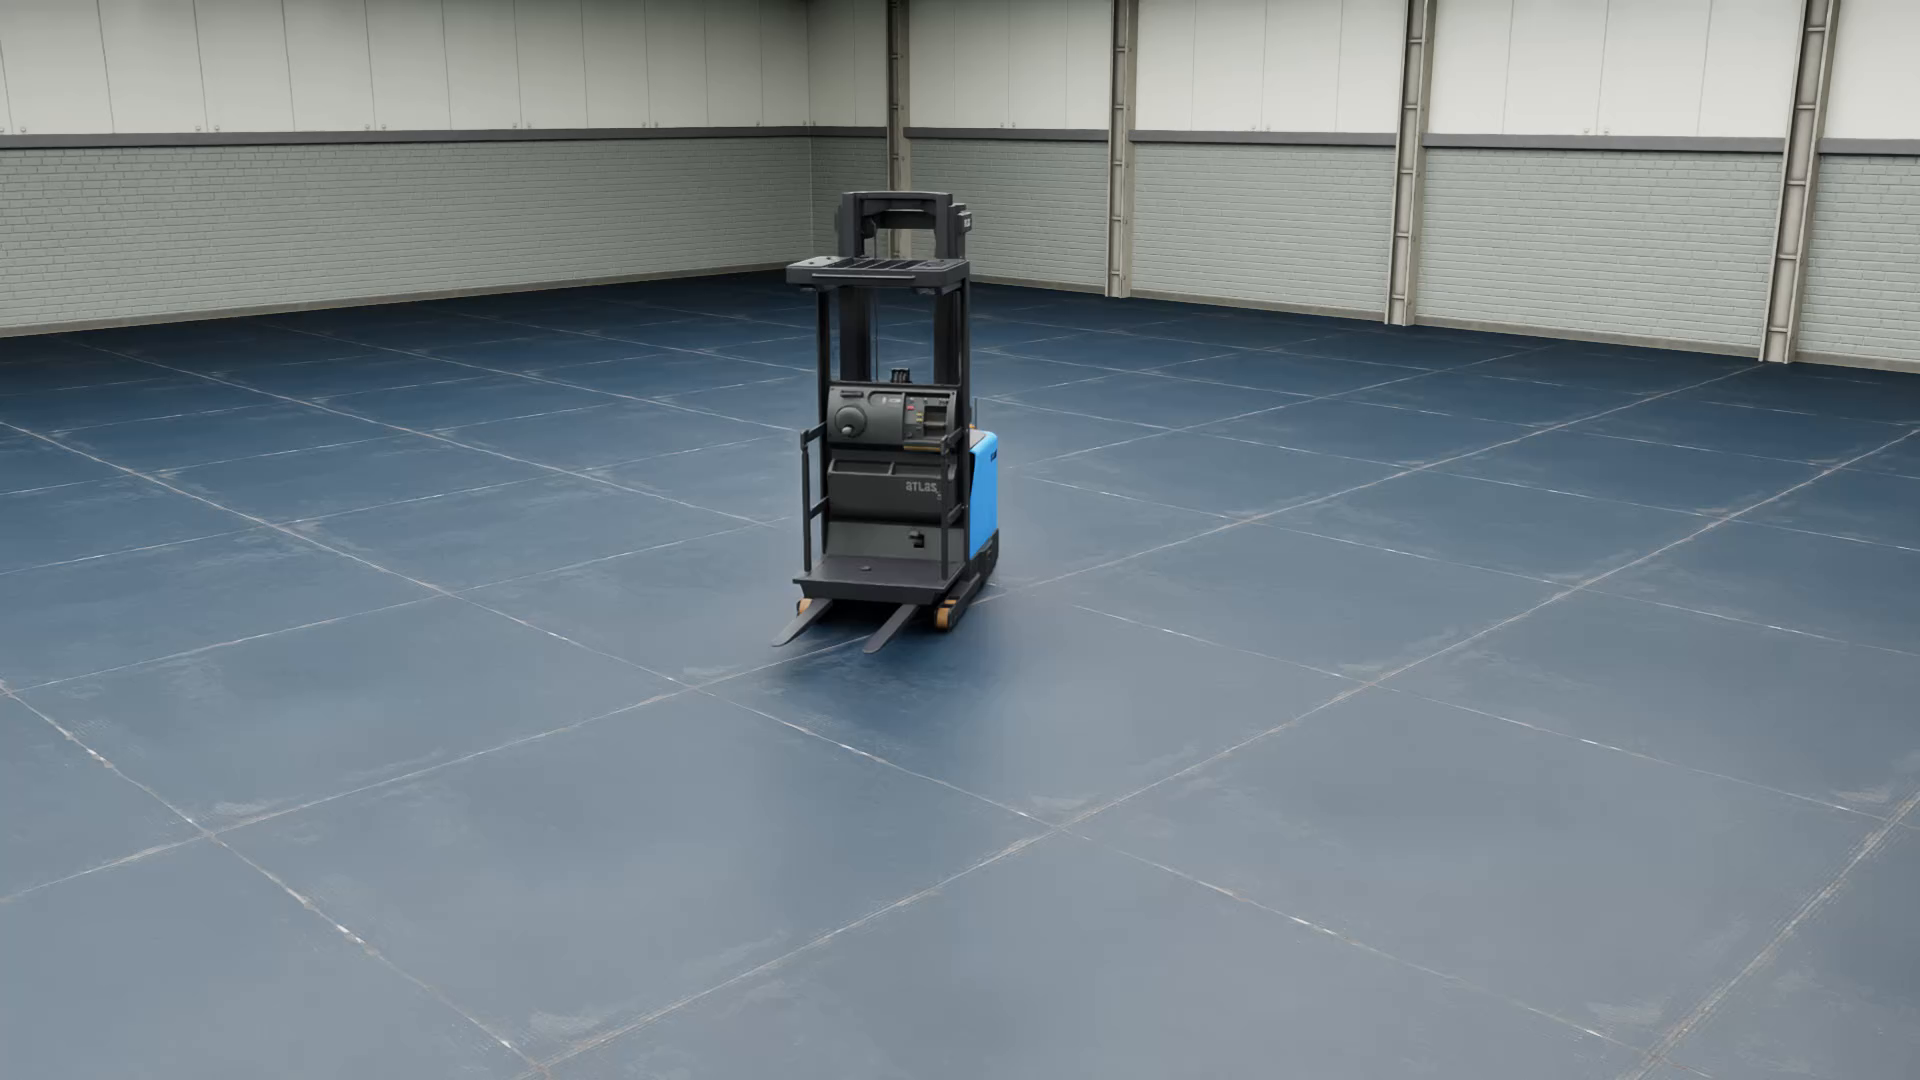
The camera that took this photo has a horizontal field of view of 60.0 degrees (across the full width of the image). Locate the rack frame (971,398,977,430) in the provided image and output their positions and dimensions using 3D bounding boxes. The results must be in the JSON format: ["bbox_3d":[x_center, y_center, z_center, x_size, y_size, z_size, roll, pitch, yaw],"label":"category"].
[{"bbox_3d":[0.055,-0.567,13.729,0.006,1.200,0.240,14,20,42],"label":"rack frame"}]

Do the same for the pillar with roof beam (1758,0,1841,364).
[{"bbox_3d":[8.673,-6.130,19.610,0.400,9.000,9.100,14,20,42],"label":"pillar with roof beam"}]

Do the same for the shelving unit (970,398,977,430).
[{"bbox_3d":[-0.010,-0.583,13.791,0.189,1.200,0.258,14,20,42],"label":"shelving unit"}]

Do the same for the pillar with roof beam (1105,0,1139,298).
[{"bbox_3d":[0.034,-8.230,27.670,0.400,9.000,9.100,14,20,42],"label":"pillar with roof beam"}]

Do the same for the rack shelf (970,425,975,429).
[{"bbox_3d":[-0.010,-0.889,13.711,0.180,0.103,0.258,14,20,42],"label":"rack shelf"}]

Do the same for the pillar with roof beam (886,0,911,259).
[{"bbox_3d":[-4.285,-9.280,31.700,0.400,9.000,9.100,14,20,42],"label":"pillar with roof beam"}]

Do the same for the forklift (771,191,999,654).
[{"bbox_3d":[-0.527,-0.891,11.540,1.130,2.935,3.031,3,15,13],"label":"forklift"}]

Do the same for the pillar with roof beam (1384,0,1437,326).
[{"bbox_3d":[4.354,-7.180,23.640,0.400,9.000,9.100,14,20,42],"label":"pillar with roof beam"}]
